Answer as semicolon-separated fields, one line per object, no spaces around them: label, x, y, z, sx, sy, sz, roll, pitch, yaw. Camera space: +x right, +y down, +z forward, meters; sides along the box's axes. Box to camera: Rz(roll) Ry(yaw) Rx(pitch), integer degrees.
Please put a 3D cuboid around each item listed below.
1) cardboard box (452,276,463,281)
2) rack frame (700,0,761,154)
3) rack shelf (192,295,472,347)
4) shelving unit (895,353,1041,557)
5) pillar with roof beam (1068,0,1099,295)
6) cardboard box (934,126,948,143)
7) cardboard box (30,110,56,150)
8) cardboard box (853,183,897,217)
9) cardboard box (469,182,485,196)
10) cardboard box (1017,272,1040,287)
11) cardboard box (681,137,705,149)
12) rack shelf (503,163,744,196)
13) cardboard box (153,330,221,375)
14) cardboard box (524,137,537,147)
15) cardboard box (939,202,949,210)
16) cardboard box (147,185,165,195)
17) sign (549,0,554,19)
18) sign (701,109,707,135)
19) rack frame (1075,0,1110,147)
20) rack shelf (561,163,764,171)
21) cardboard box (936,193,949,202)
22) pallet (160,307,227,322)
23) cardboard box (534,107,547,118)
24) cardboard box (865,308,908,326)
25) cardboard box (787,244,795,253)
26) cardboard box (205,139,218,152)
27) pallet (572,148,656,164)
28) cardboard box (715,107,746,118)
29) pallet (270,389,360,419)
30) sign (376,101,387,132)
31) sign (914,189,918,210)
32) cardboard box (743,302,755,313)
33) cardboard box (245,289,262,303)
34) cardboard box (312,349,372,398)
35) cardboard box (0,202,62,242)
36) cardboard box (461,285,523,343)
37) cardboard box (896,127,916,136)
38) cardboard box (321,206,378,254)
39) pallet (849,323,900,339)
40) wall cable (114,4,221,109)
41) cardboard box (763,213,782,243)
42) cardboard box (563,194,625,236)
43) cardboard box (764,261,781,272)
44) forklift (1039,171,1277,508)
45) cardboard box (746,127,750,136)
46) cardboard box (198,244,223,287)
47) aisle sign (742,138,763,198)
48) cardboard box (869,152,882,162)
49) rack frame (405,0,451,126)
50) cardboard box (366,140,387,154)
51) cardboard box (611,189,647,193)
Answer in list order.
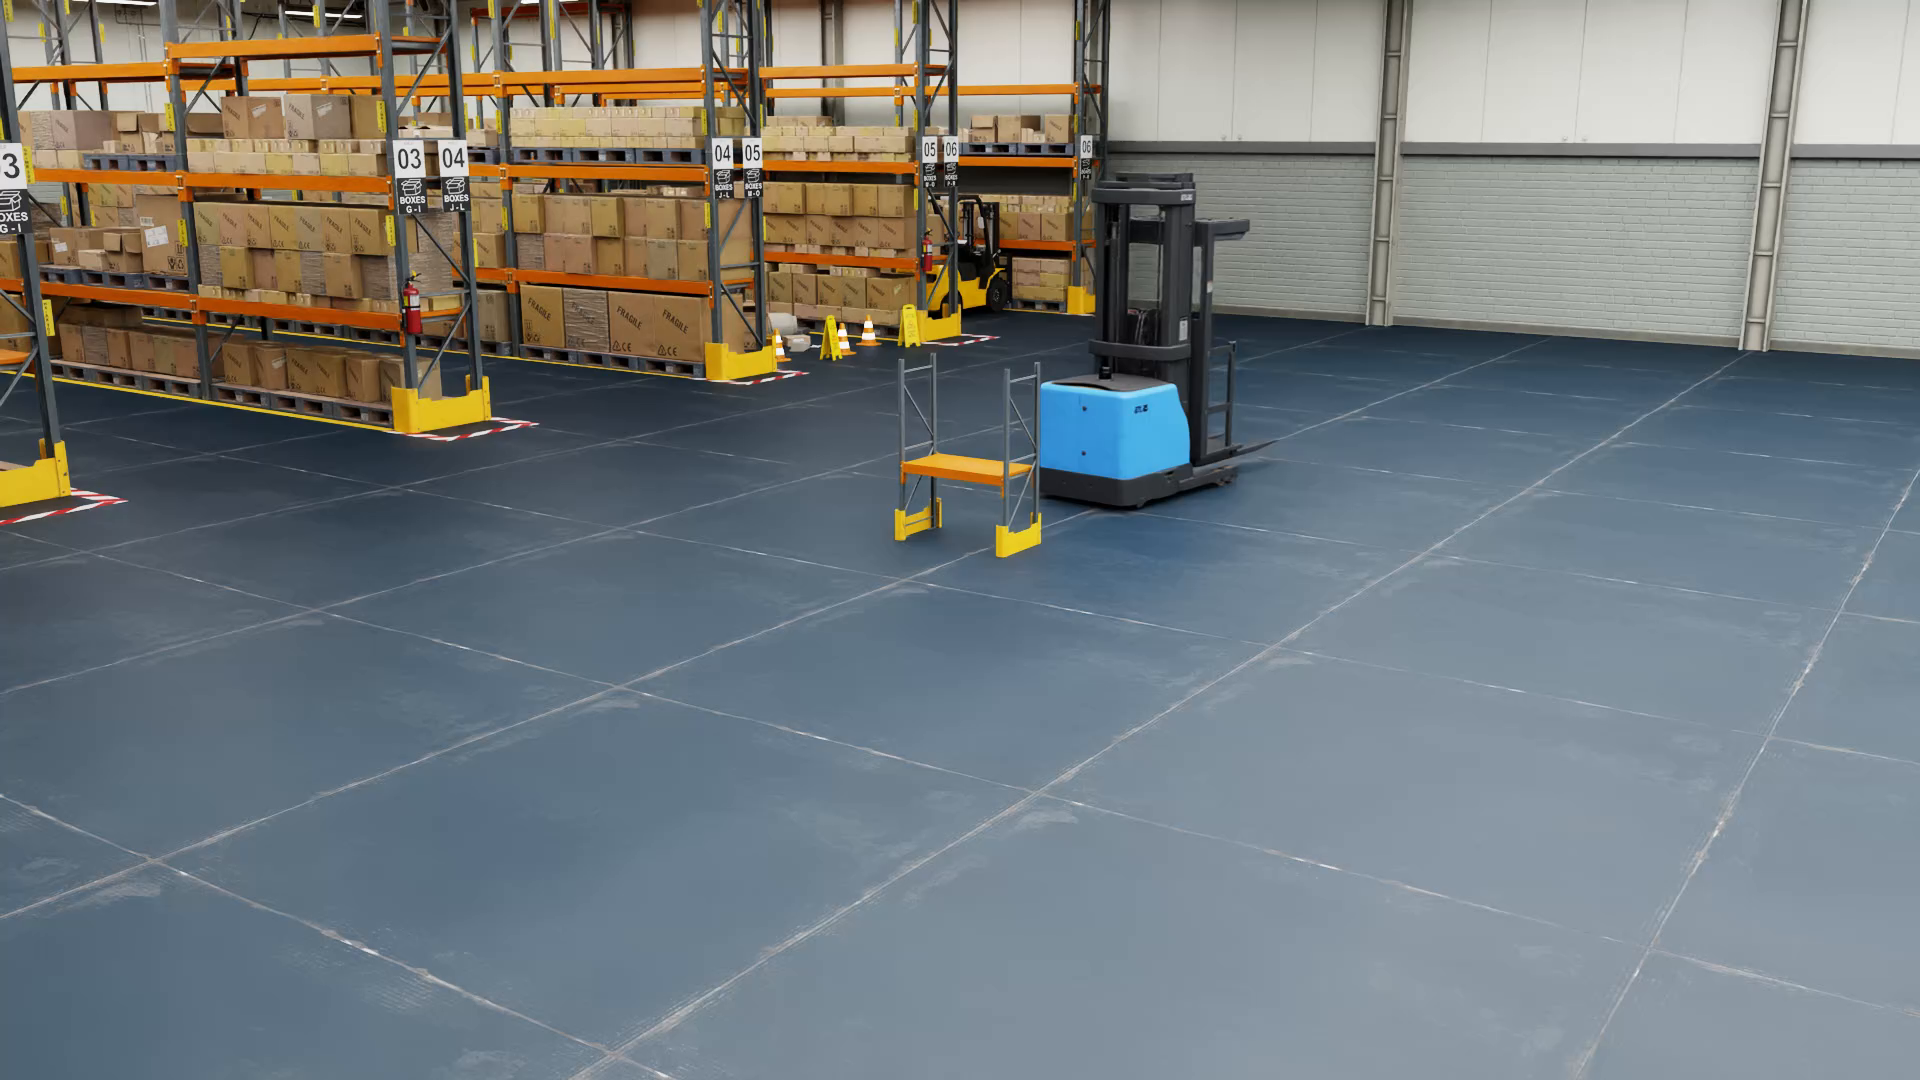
cardboard box;-9.762;-5.465;33.205;0.875;0.875;0.875;10;17;35
rack frame;-3.043;-6.662;22.008;0.127;3.000;1.000;9;17;33
rack shelf;-7.554;-2.693;19.958;4.000;0.370;1.077;9;17;33
shelving unit;0.063;-0.718;13.602;1.083;1.500;0.587;9;17;33
pillar with roof beam;-0.074;-8.067;27.685;0.400;9.000;9.100;9;17;33
cardboard box;-0.362;-7.782;31.878;0.500;0.311;0.500;10;17;34
cardboard box;-11.868;-5.411;21.950;0.500;0.500;0.500;9;17;33
cardboard box;-1.326;-5.523;26.983;0.500;0.500;0.700;9;17;33
cardboard box;-9.264;-6.647;32.142;0.500;0.500;0.500;9;16;31
cardboard box;1.415;-4.925;31.282;0.500;0.250;0.500;9;17;32
cardboard box;-3.508;-5.313;22.243;0.250;0.149;0.380;9;17;33
rack shelf;-4.702;-5.125;23.538;4.000;0.370;1.077;9;17;33
cardboard box;-10.097;-2.465;21.826;0.500;0.500;0.700;9;17;32
cardboard box;-6.034;-5.722;23.893;0.250;0.149;0.380;9;17;33
cardboard box;-0.187;-6.433;32.012;0.250;0.149;0.380;10;17;34
cardboard box;-13.973;-6.115;29.374;0.500;0.500;0.500;9;16;31
sign;-6.032;-7.836;24.477;0.005;0.325;0.100;9;17;33
sign;-3.357;-5.491;21.842;0.005;0.325;0.100;9;17;33
rack frame;2.403;-8.653;30.049;0.127;3.000;1.000;9;17;33
rack shelf;-5.343;-6.662;29.747;4.000;0.370;1.077;9;17;33
cardboard box;-0.333;-6.633;32.200;0.250;0.149;0.380;9;16;32
pallet;-13.577;-4.088;29.900;1.213;0.211;1.003;9;17;33
cardboard box;-5.827;-6.075;23.661;0.250;0.149;0.380;9;17;32
cardboard box;-1.205;-3.677;27.284;0.500;0.250;0.500;9;17;33
cardboard box;-2.700;-4.936;28.043;0.250;0.149;0.380;9;17;33
cardboard box;-8.857;-4.760;20.051;0.250;0.149;0.380;8;16;30
pallet;-4.681;-5.424;23.432;1.213;0.211;1.003;9;17;33
cardboard box;-3.142;-5.831;22.677;0.250;0.149;0.380;9;17;33
pallet;-7.620;-1.711;20.295;1.213;0.211;1.003;9;17;33
sign;-6.221;-4.552;17.885;0.005;0.325;0.100;9;17;33
sign;-0.690;-5.358;26.157;0.005;0.325;0.100;9;17;33
cardboard box;-3.553;-3.660;27.561;0.500;0.500;0.500;-4;14;-16
cardboard box;-8.383;-2.963;20.071;0.250;0.149;0.380;9;17;33
cardboard box;-7.428;-2.013;20.040;0.500;0.500;0.500;11;18;38
cardboard box;-13.131;-4.484;23.399;0.637;0.503;0.797;10;17;35
cardboard box;-6.927;-3.463;25.379;0.750;0.750;1.050;9;17;33
cardboard box;-0.809;-6.458;26.290;0.250;0.149;0.380;9;17;33
cardboard box;-6.907;-3.543;18.985;0.500;0.500;0.500;9;17;33
pallet;-1.081;-3.523;27.615;1.213;0.211;1.003;9;17;33
wall cable;-18.096;-10.664;38.176;0.029;3.000;2.355;9;17;33
cardboard box;-3.044;-5.302;28.173;0.500;0.500;0.500;9;17;33
cardboard box;-5.182;-4.676;23.912;0.550;0.550;0.875;9;17;33
cardboard box;-3.274;-4.673;28.396;0.250;0.149;0.380;9;17;34
forklift;2.025;-2.002;15.810;1.130;2.935;3.031;11;18;38
cardboard box;-3.372;-6.871;27.960;0.250;0.149;0.380;10;17;34
cardboard box;-8.875;-3.431;20.614;0.500;0.500;0.875;9;17;33
aisle sign;-2.817;-5.062;22.619;0.004;0.787;0.394;9;17;33
cardboard box;-1.243;-6.146;26.688;0.250;0.149;0.380;10;17;34
rack frame;-10.321;-9.272;32.550;0.127;3.000;1.000;9;17;33
cardboard box;-6.299;-4.326;18.297;0.250;0.149;0.380;9;17;33
cardboard box;-7.278;-7.493;36.767;0.500;0.500;0.700;10;17;34
